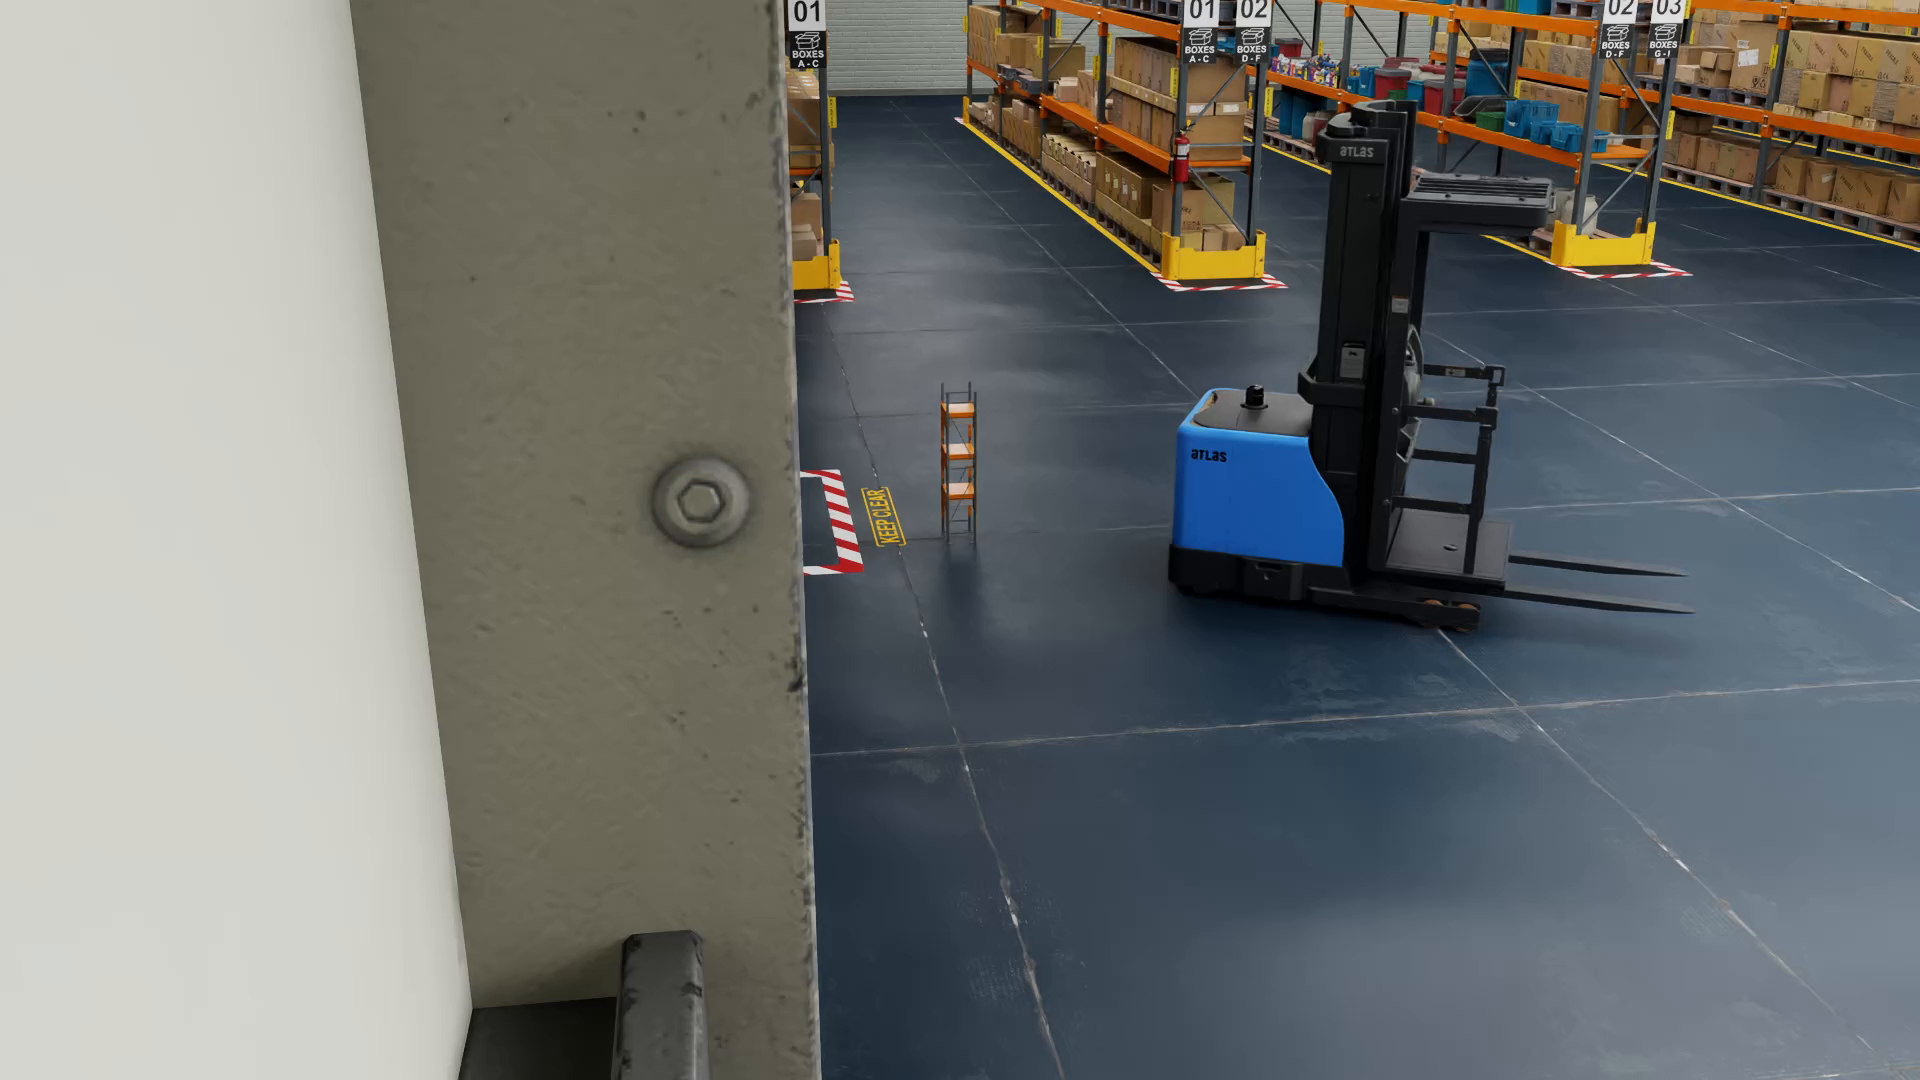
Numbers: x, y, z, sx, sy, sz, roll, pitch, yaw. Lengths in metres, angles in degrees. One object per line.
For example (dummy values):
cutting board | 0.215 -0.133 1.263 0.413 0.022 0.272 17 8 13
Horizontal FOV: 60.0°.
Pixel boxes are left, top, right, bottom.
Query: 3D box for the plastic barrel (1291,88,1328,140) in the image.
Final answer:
plastic barrel | 6.291 -7.696 29.934 0.600 0.901 0.708 -3 21 -8

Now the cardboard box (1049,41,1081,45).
cardboard box | 1.657 -8.066 27.781 0.700 0.500 0.500 1 20 2

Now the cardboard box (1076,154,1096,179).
cardboard box | 1.955 -5.375 23.849 0.500 0.311 0.500 -2 21 -6

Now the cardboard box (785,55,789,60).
cardboard box | -2.915 -6.931 24.714 0.700 0.500 0.500 -5 21 -13

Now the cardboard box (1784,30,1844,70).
cardboard box | 11.995 -6.883 23.360 0.500 0.500 0.500 -3 21 -8

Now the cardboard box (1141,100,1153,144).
cardboard box | 2.674 -5.258 20.865 0.700 0.500 0.500 -2 21 -6

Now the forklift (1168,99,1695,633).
forklift | 2.870 -1.037 9.805 3.031 2.935 1.130 7 22 18

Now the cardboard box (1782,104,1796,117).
cardboard box | 11.938 -6.102 23.626 0.380 0.149 0.250 -3 21 -8

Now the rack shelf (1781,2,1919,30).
rack shelf | 12.470 -6.772 21.803 1.077 0.370 4.000 -3 21 -8

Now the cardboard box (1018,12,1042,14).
cardboard box | 1.361 -9.539 30.898 0.500 0.500 0.500 -4 21 -9

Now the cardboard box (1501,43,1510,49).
cardboard box | 10.705 -9.375 31.820 0.500 0.250 0.500 -3 21 -9

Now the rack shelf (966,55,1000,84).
rack shelf | 0.937 -9.024 32.117 1.077 0.370 4.000 -3 21 -8

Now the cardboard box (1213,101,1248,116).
cardboard box | 3.112 -5.011 19.275 0.380 0.149 0.250 -3 21 -8

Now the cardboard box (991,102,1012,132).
cardboard box | 0.862 -7.886 30.988 0.500 0.500 0.500 -3 21 -8

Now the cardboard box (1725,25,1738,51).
cardboard box | 15.528 -9.901 32.870 0.500 0.500 0.500 -3 21 -9

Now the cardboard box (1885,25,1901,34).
cardboard box | 20.144 -10.744 35.552 0.500 0.500 0.500 -3 21 -9

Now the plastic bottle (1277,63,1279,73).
plastic bottle | 5.812 -8.590 30.212 0.097 0.201 0.097 0 20 0

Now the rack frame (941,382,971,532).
rack frame | -0.025 -0.553 11.195 0.200 1.050 0.008 -3 21 -8

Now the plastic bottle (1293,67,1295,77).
plastic bottle | 5.940 -8.282 29.388 0.097 0.201 0.097 0 20 0

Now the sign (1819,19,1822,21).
sign | 16.500 -9.953 31.924 0.100 0.325 0.005 -3 21 -8

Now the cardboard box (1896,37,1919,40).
cardboard box | 12.732 -6.390 22.040 0.500 0.500 0.500 -3 21 -8

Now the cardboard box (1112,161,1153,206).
cardboard box | 2.280 -4.636 21.599 0.500 0.500 0.500 -3 21 -8

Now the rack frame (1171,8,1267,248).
rack frame | 2.955 -4.513 19.013 1.000 3.000 0.127 -3 21 -8

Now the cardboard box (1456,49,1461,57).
cardboard box | 10.327 -9.939 33.898 0.380 0.149 0.250 -3 21 -9

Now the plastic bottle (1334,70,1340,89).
plastic bottle | 6.223 -7.596 27.433 0.061 0.283 0.133 -3 21 -8

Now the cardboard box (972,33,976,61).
cardboard box | 0.531 -9.755 32.904 0.500 0.500 0.500 -3 21 -8

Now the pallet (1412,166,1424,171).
pallet | 6.777 -5.955 26.860 1.003 0.211 1.213 -3 21 -8

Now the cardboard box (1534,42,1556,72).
cardboard box | 10.921 -8.868 30.528 0.500 0.500 0.500 -3 21 -8

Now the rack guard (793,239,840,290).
rack guard | -1.957 -3.118 18.849 1.175 0.500 0.348 -3 21 -8

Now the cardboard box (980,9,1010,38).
cardboard box | 0.676 -9.872 31.787 0.500 0.500 0.500 -3 21 -8

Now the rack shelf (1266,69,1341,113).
rack shelf | 6.416 -7.887 29.075 1.077 0.370 4.000 -3 21 -8

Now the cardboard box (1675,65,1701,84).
cardboard box | 11.619 -7.316 26.132 0.500 0.250 0.500 -4 21 -9

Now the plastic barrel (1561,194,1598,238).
plastic barrel | 7.687 -4.017 20.641 0.421 0.512 0.421 0 20 0

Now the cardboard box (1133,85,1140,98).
cardboard box | 2.415 -5.700 21.121 0.380 0.149 0.250 -4 21 -9

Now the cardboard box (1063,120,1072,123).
cardboard box | 1.871 -6.845 28.201 0.500 0.500 0.500 -3 21 -8

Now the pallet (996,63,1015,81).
pallet | 1.232 -8.296 29.416 1.003 0.211 1.213 -3 21 -8

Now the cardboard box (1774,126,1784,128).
cardboard box | 15.795 -8.138 31.691 0.500 0.500 0.500 -2 21 -6

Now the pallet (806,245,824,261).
pallet | -2.039 -3.265 19.657 1.003 0.211 1.213 -3 21 -8

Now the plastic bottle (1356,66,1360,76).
plastic bottle | 6.839 -7.999 28.530 0.097 0.271 0.097 0 20 0

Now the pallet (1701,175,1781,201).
pallet | 12.068 -5.360 25.265 1.003 0.211 1.213 -3 21 -8

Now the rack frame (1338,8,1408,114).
rack frame | 6.704 -7.532 27.095 1.000 3.000 0.127 -3 21 -8

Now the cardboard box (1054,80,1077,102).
cardboard box | 1.739 -6.922 25.590 0.500 0.311 0.500 -3 21 -8

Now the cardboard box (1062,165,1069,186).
cardboard box | 1.814 -5.465 24.890 0.500 0.250 0.500 -2 21 -7

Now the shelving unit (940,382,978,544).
shelving unit | -0.008 -0.510 11.082 0.215 1.050 0.252 -3 21 -8

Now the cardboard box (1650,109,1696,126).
cardboard box | 11.731 -6.938 27.376 0.500 0.250 0.500 -2 21 -6

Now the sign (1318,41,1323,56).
sign | 6.672 -9.074 30.827 0.100 0.325 0.005 -3 21 -8

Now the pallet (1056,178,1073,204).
pallet | 2.054 -5.269 25.021 1.003 0.211 1.213 -3 21 -8

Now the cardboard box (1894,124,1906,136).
cardboard box | 12.375 -5.329 21.556 0.380 0.149 0.250 -3 21 -8

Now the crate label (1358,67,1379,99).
crate label | 6.580 -7.191 26.131 0.502 0.435 0.616 -3 21 -8

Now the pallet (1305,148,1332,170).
pallet | 6.549 -6.496 28.308 1.003 0.211 1.213 -3 21 -8

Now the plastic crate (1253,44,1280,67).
plastic crate | 5.723 -9.082 31.182 0.392 0.384 0.575 -3 21 -8

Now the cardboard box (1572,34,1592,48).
cardboard box | 11.321 -9.010 29.476 0.797 0.503 0.637 -2 21 -6

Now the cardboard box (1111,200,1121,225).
cardboard box | 2.279 -4.284 21.730 0.500 0.250 0.500 -3 21 -8

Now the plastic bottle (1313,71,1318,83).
plastic bottle | 6.093 -7.914 28.402 0.097 0.201 0.097 0 20 0

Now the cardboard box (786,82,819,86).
cardboard box | -1.934 -5.262 20.132 0.500 0.500 0.500 -2 21 -6
